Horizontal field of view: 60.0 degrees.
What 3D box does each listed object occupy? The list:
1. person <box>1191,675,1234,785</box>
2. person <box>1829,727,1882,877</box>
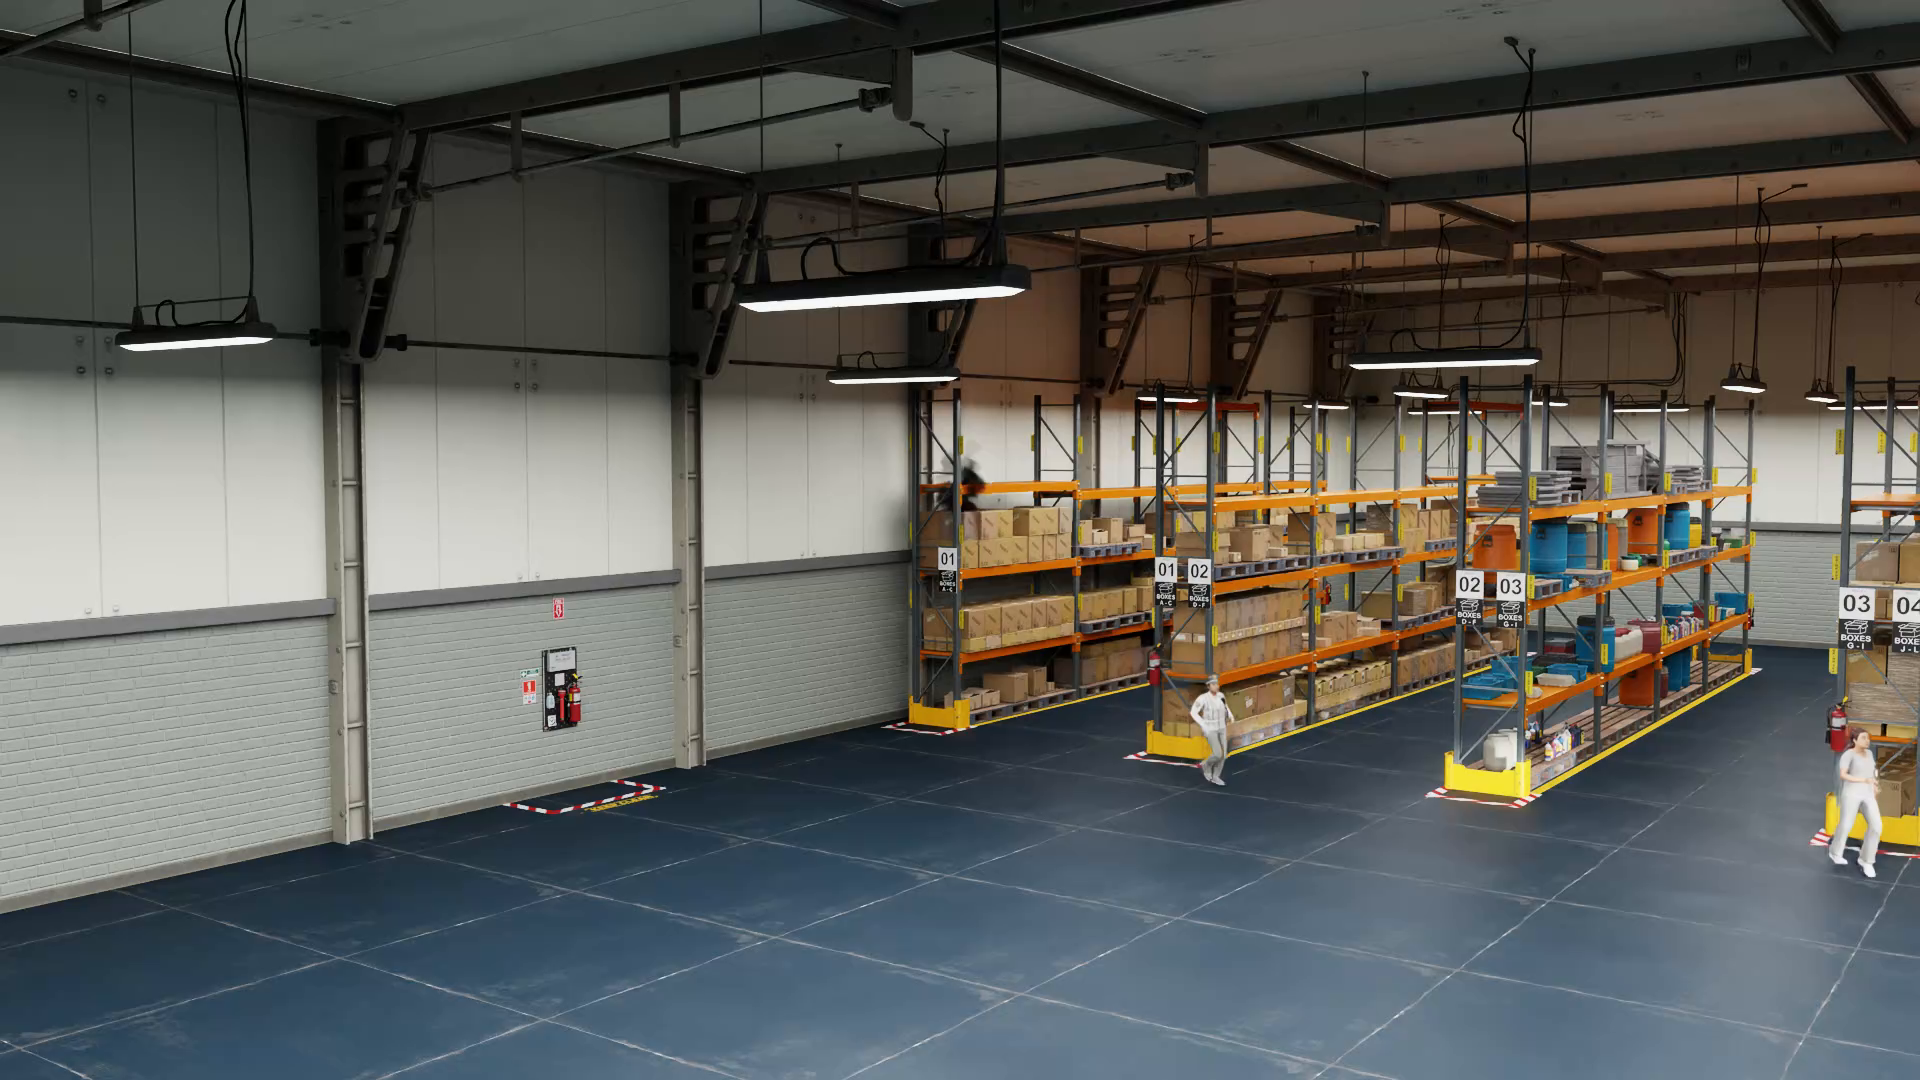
[{"bbox_3d":[3.744,2.791,24.432,0.629,1.646,0.569,-2,4,-29],"label":"person"},{"bbox_3d":[10.532,3.054,19.518,0.541,1.722,0.711,0,3,-8],"label":"person"}]
